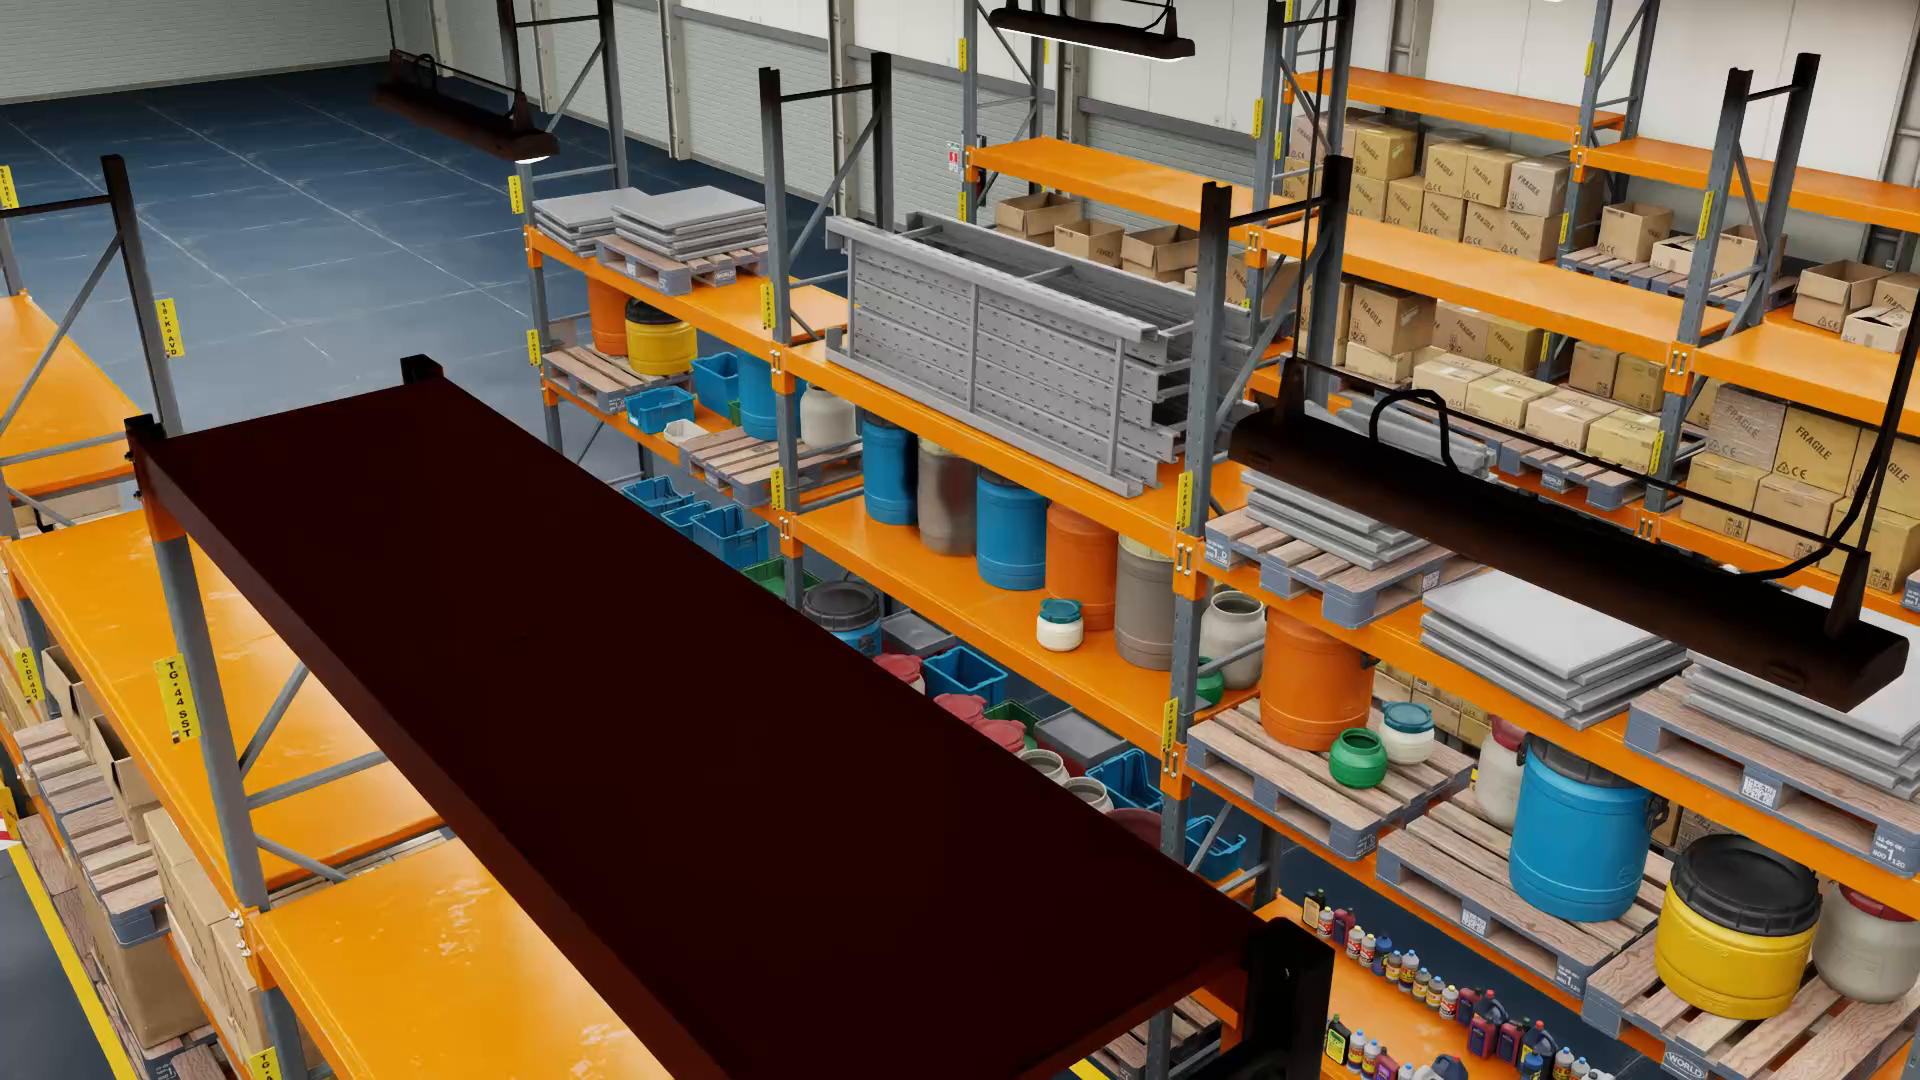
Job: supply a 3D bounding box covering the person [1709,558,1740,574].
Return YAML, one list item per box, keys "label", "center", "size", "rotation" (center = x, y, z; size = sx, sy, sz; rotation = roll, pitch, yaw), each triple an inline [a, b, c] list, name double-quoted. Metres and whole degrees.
- label: "person"
  center: [6.630, 0.751, 14.761]
  size: [0.753, 1.767, 0.995]
  rotation: [-19, 32, -34]
